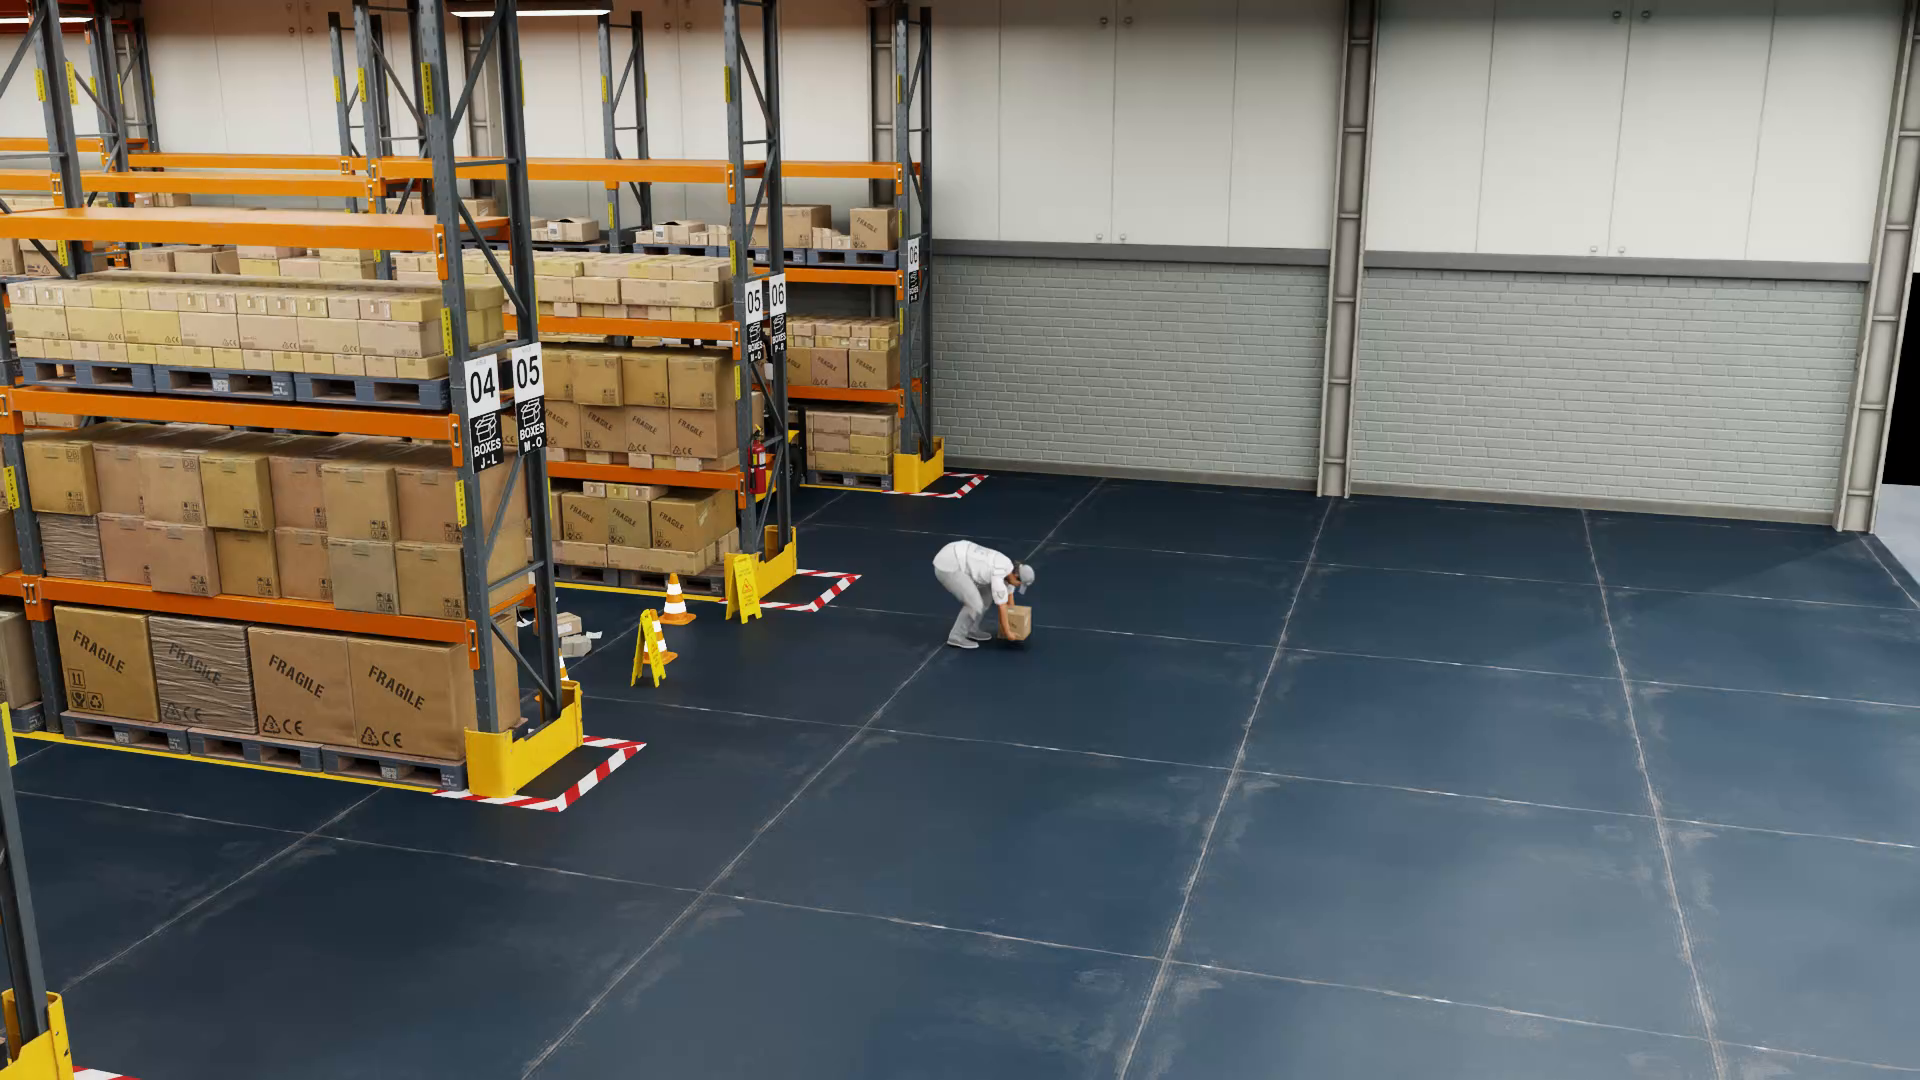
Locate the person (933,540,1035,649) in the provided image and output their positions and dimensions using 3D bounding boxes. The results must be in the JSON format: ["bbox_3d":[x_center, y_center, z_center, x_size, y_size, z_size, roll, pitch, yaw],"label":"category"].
[{"bbox_3d":[0.223,0.505,15.429,0.940,0.966,0.495,4,16,13],"label":"person"}]
